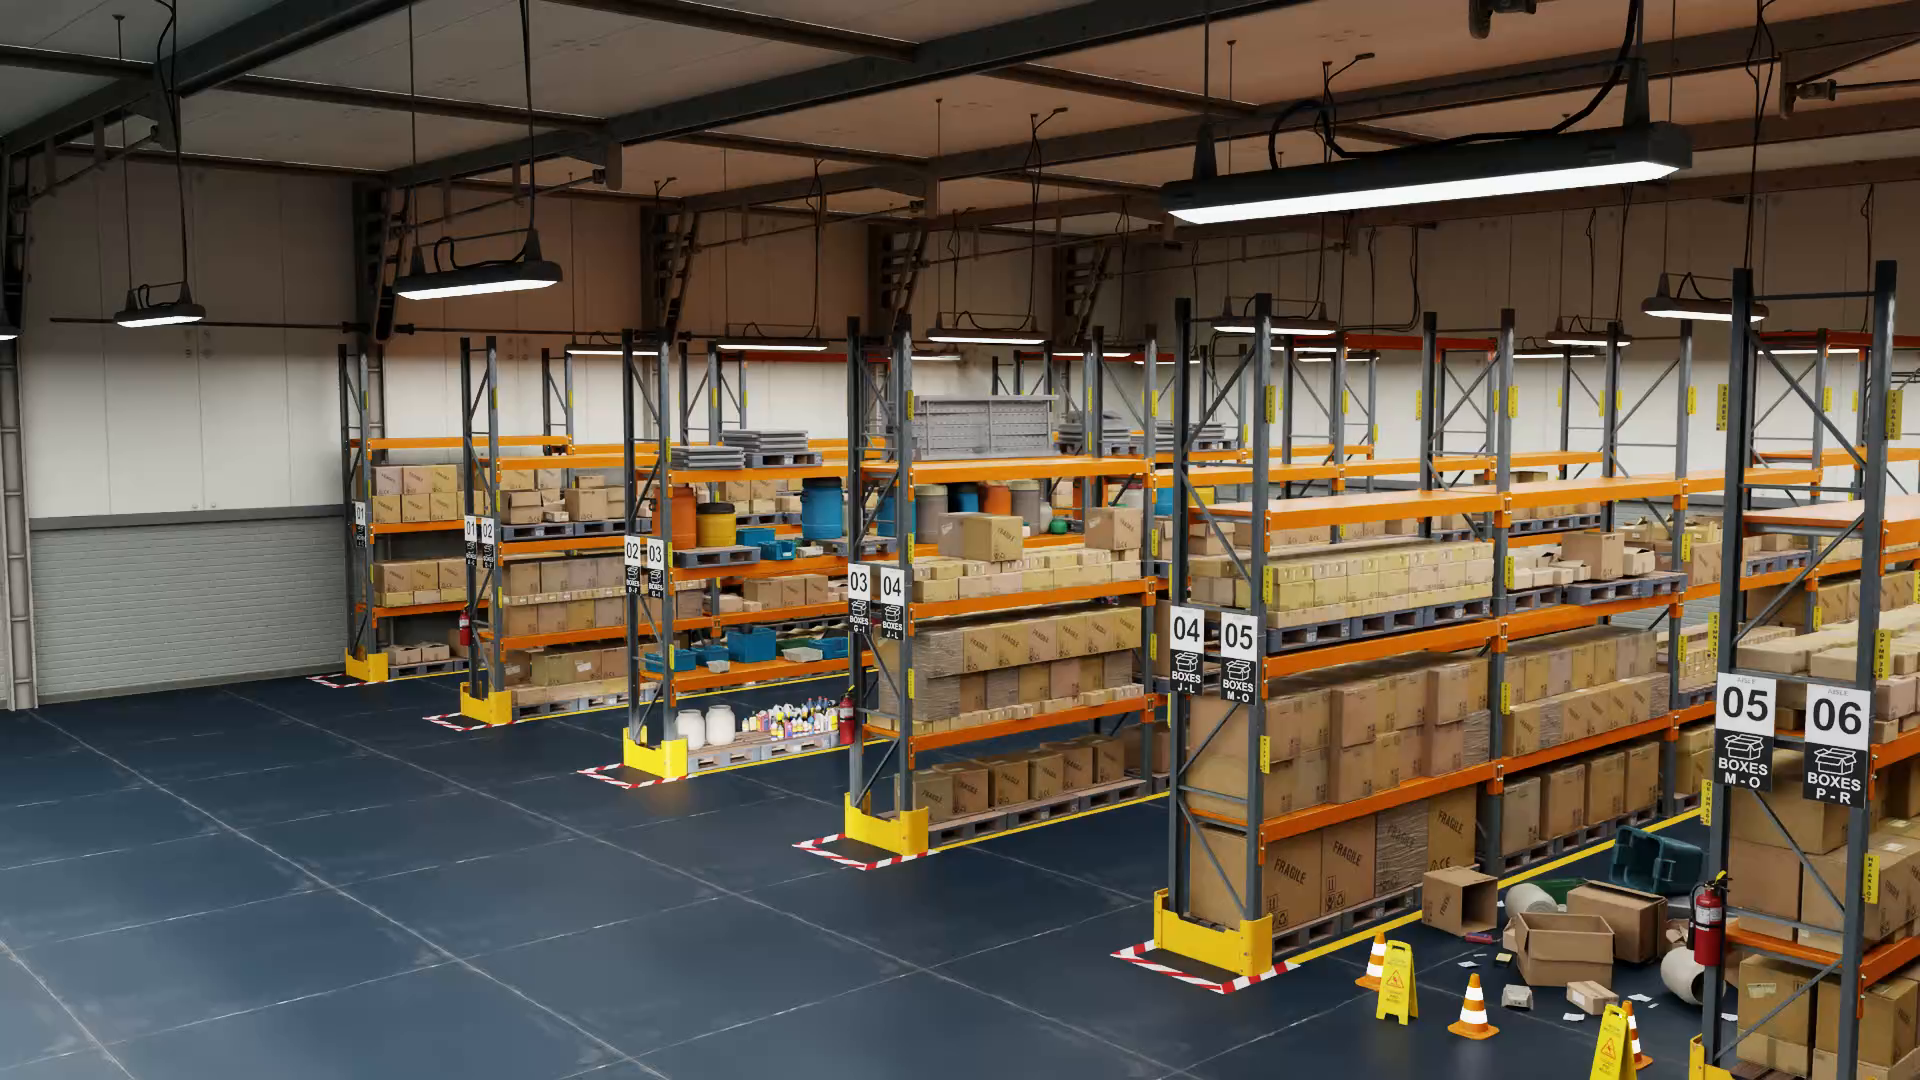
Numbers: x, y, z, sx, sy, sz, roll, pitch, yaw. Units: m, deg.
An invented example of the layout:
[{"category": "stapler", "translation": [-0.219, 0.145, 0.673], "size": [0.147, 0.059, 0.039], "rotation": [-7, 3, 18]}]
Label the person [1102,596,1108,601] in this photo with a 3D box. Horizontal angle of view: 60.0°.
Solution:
[{"category": "person", "translation": [2.623, 1.485, 32.245], "size": [0.612, 1.636, 0.820], "rotation": [4, 6, 38]}]

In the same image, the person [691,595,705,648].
[{"category": "person", "translation": [-4.896, 1.565, 31.153], "size": [0.536, 1.582, 0.856], "rotation": [4, 7, 41]}]
